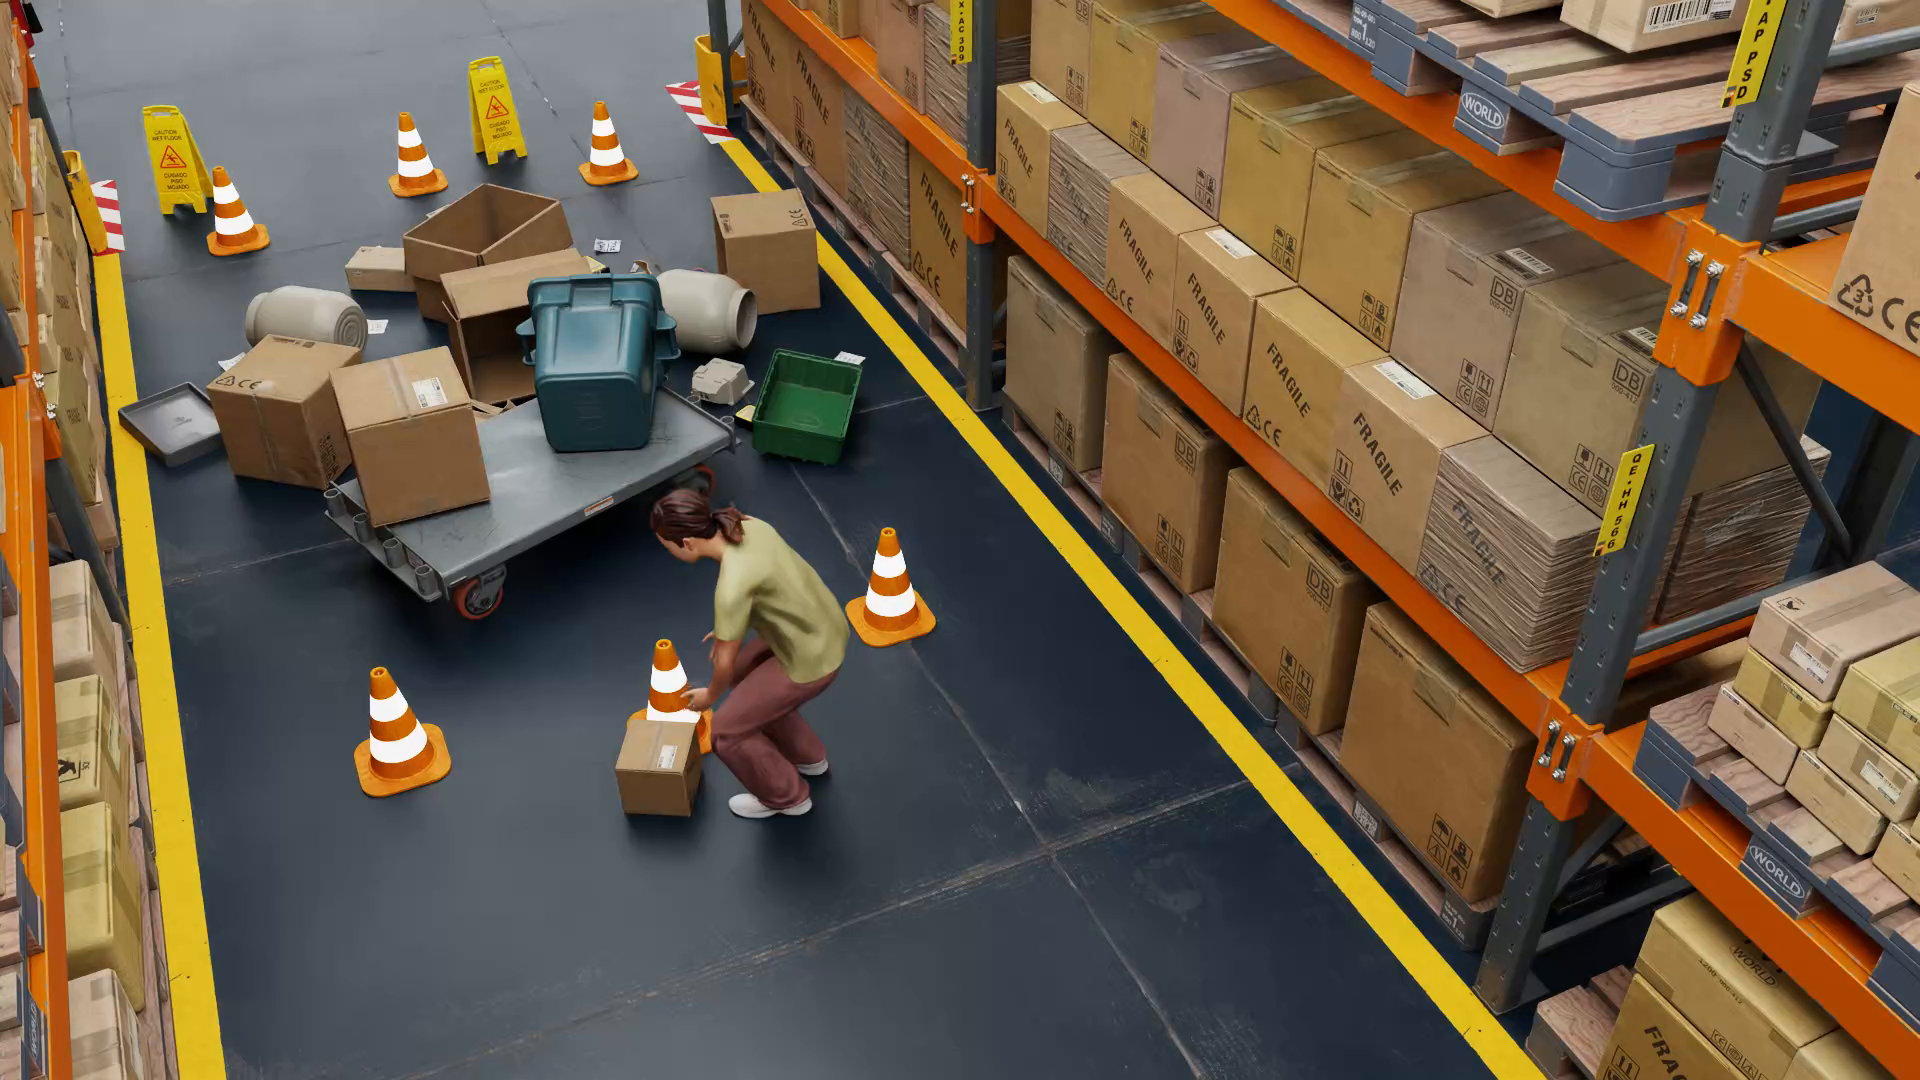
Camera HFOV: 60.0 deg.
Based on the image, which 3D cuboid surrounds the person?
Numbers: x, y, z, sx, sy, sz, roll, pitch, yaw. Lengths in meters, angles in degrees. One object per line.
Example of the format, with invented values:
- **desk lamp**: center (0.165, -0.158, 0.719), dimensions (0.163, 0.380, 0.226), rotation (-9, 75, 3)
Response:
- **person**: center (-0.713, 0.409, 5.857), dimensions (0.634, 1.390, 0.510), rotation (3, 37, 3)
